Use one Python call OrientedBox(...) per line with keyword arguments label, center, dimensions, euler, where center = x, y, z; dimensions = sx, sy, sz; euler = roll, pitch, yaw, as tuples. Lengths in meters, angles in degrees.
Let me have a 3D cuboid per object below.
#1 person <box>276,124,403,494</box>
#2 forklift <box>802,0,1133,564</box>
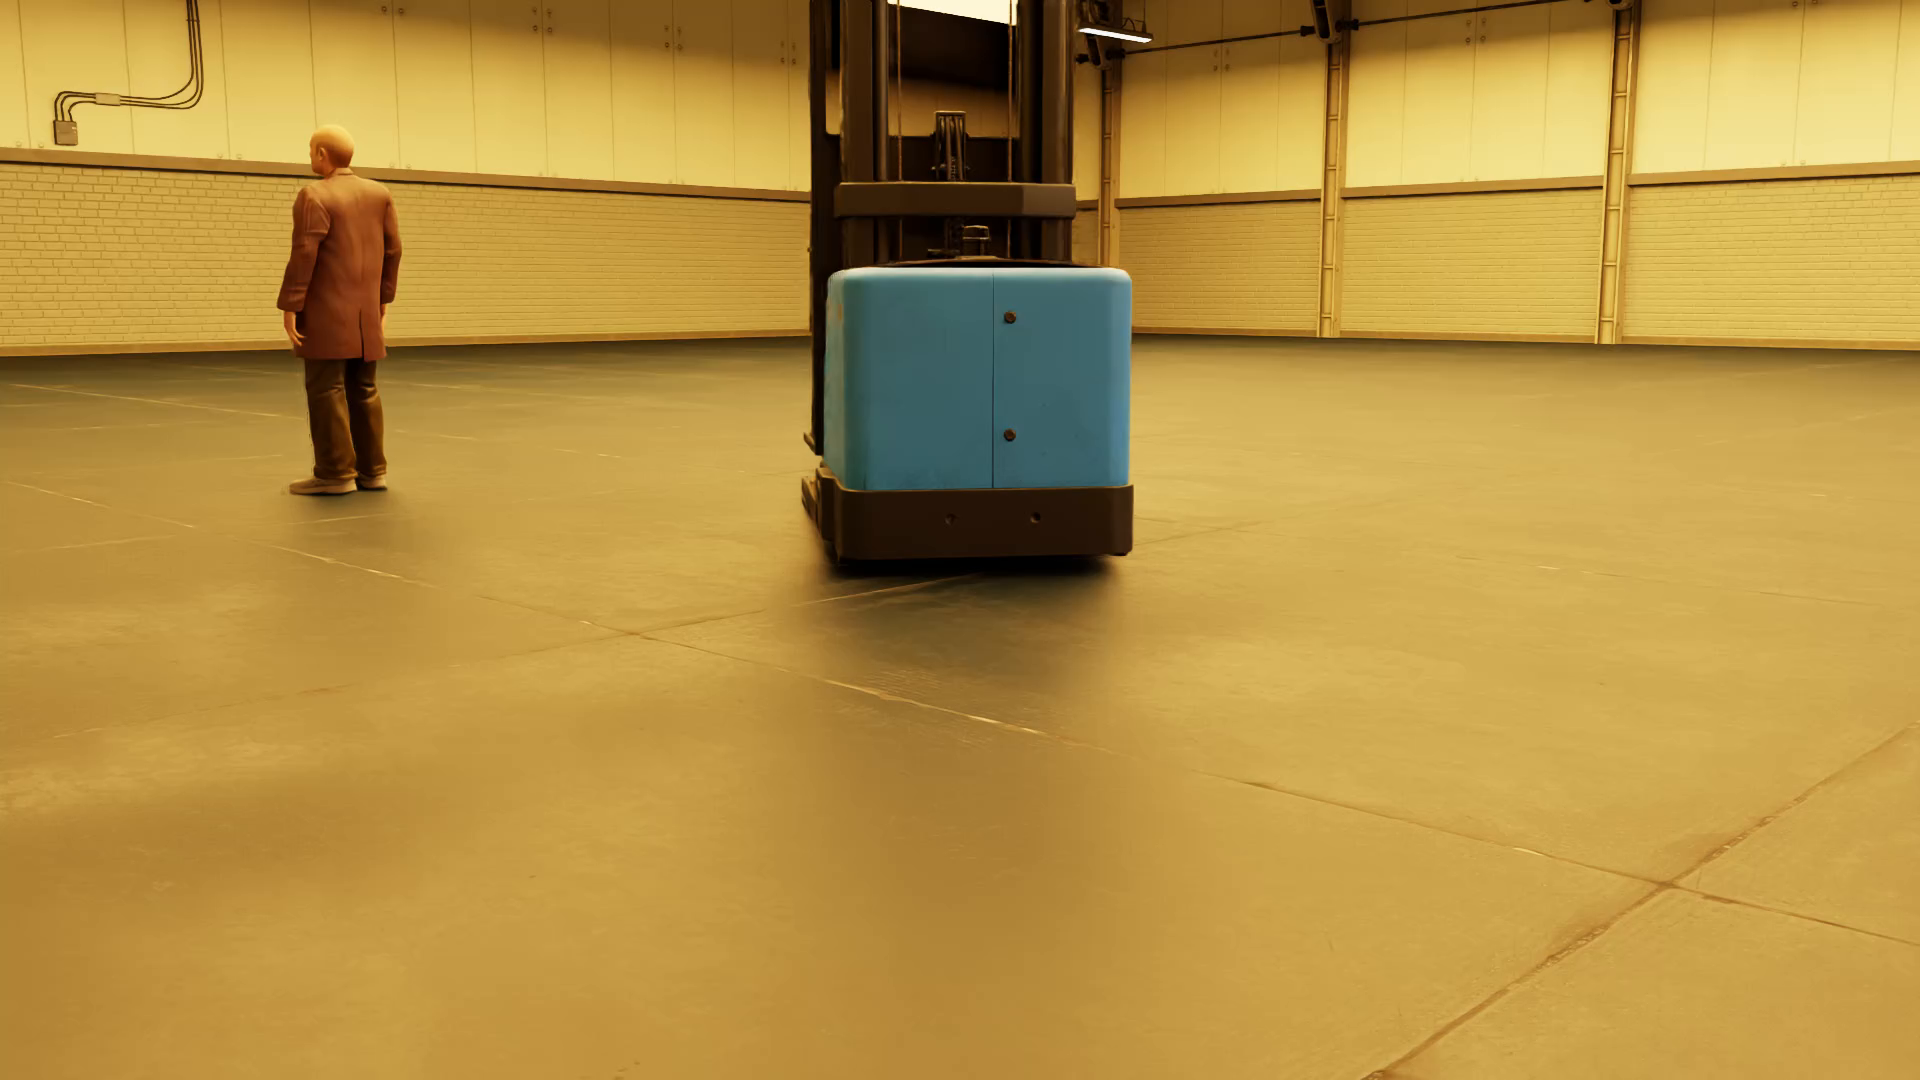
OrientedBox(label="person", center=(-3.105, -1.118, 8.179), dimensions=(0.540, 1.787, 0.687), euler=(5, 10, 29))
OrientedBox(label="forklift", center=(-0.115, -1.541, 7.107), dimensions=(1.130, 2.935, 3.031), euler=(-1, 9, -9))
